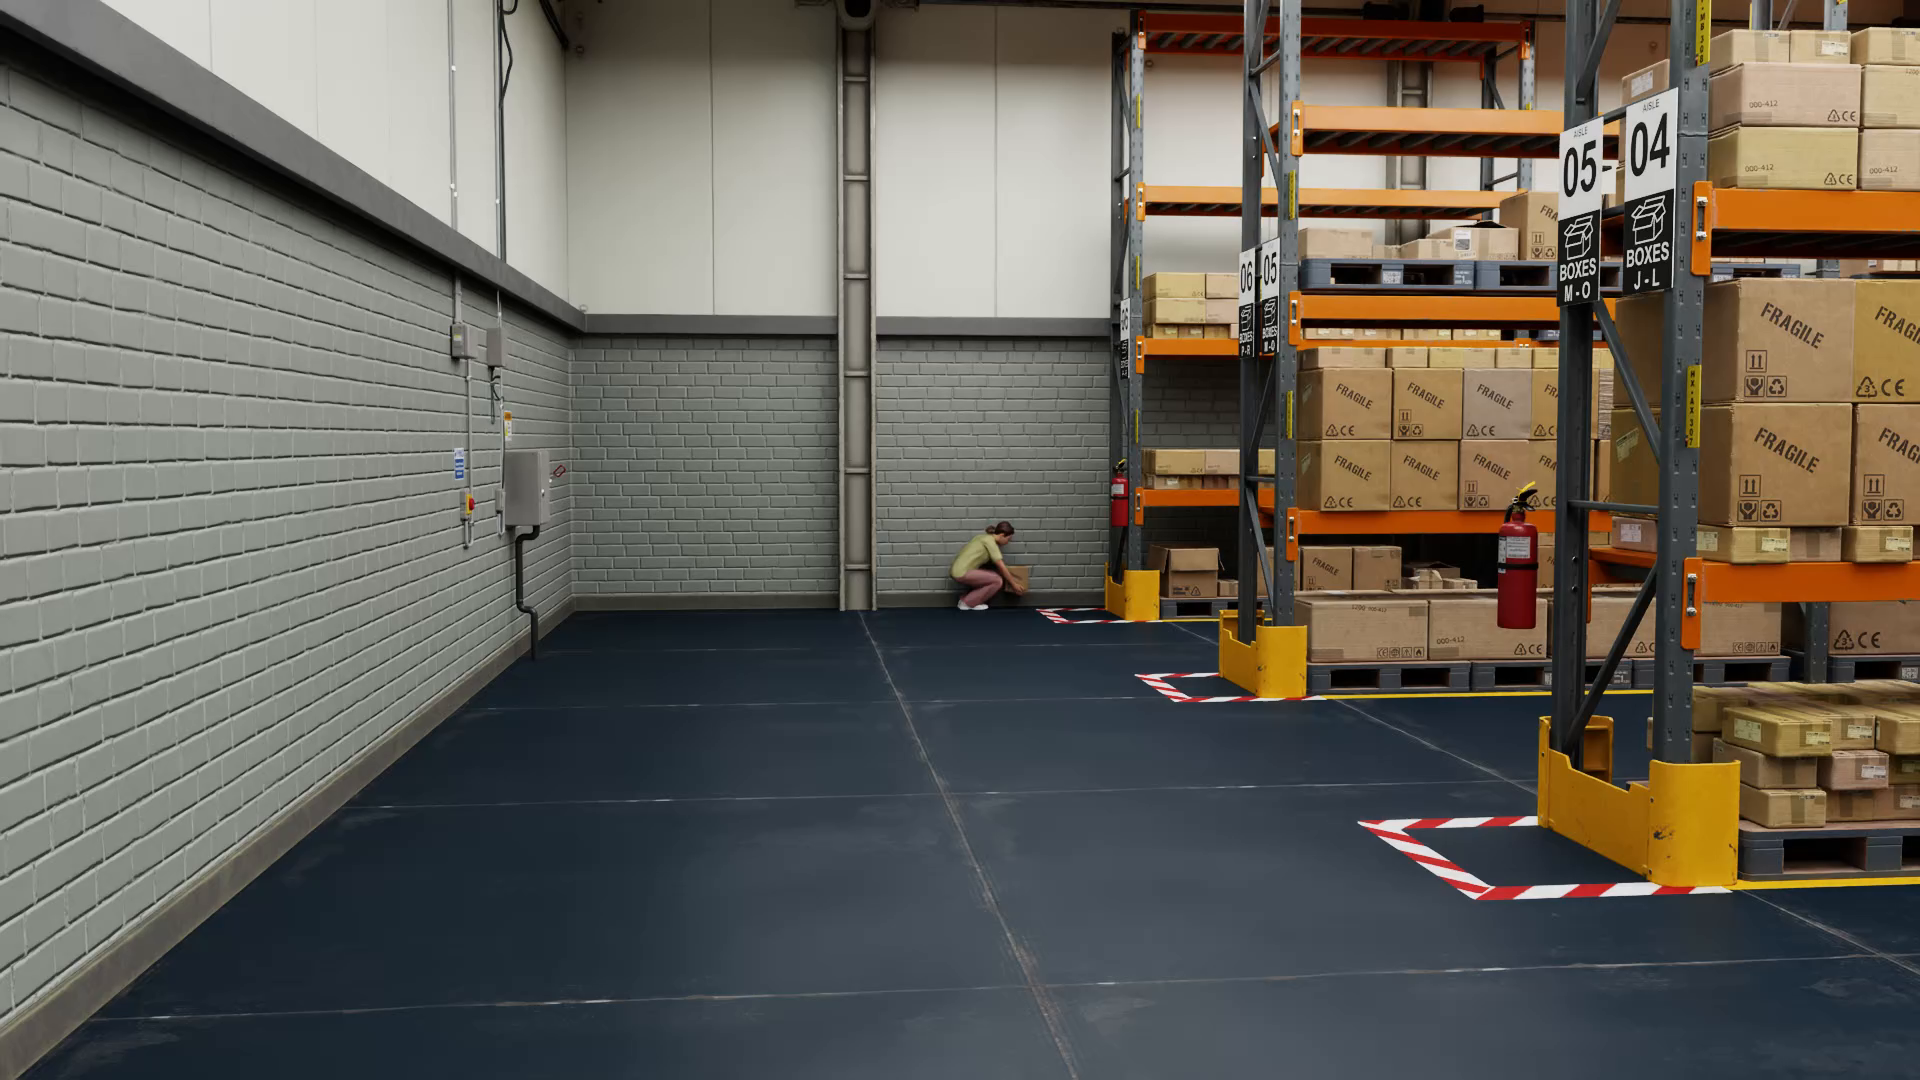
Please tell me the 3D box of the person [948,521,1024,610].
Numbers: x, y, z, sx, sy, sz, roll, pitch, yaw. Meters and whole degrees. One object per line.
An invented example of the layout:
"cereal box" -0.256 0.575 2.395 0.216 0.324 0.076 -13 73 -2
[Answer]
"person" 0.276 0.273 17.698 0.802 0.937 0.474 0 3 -7
